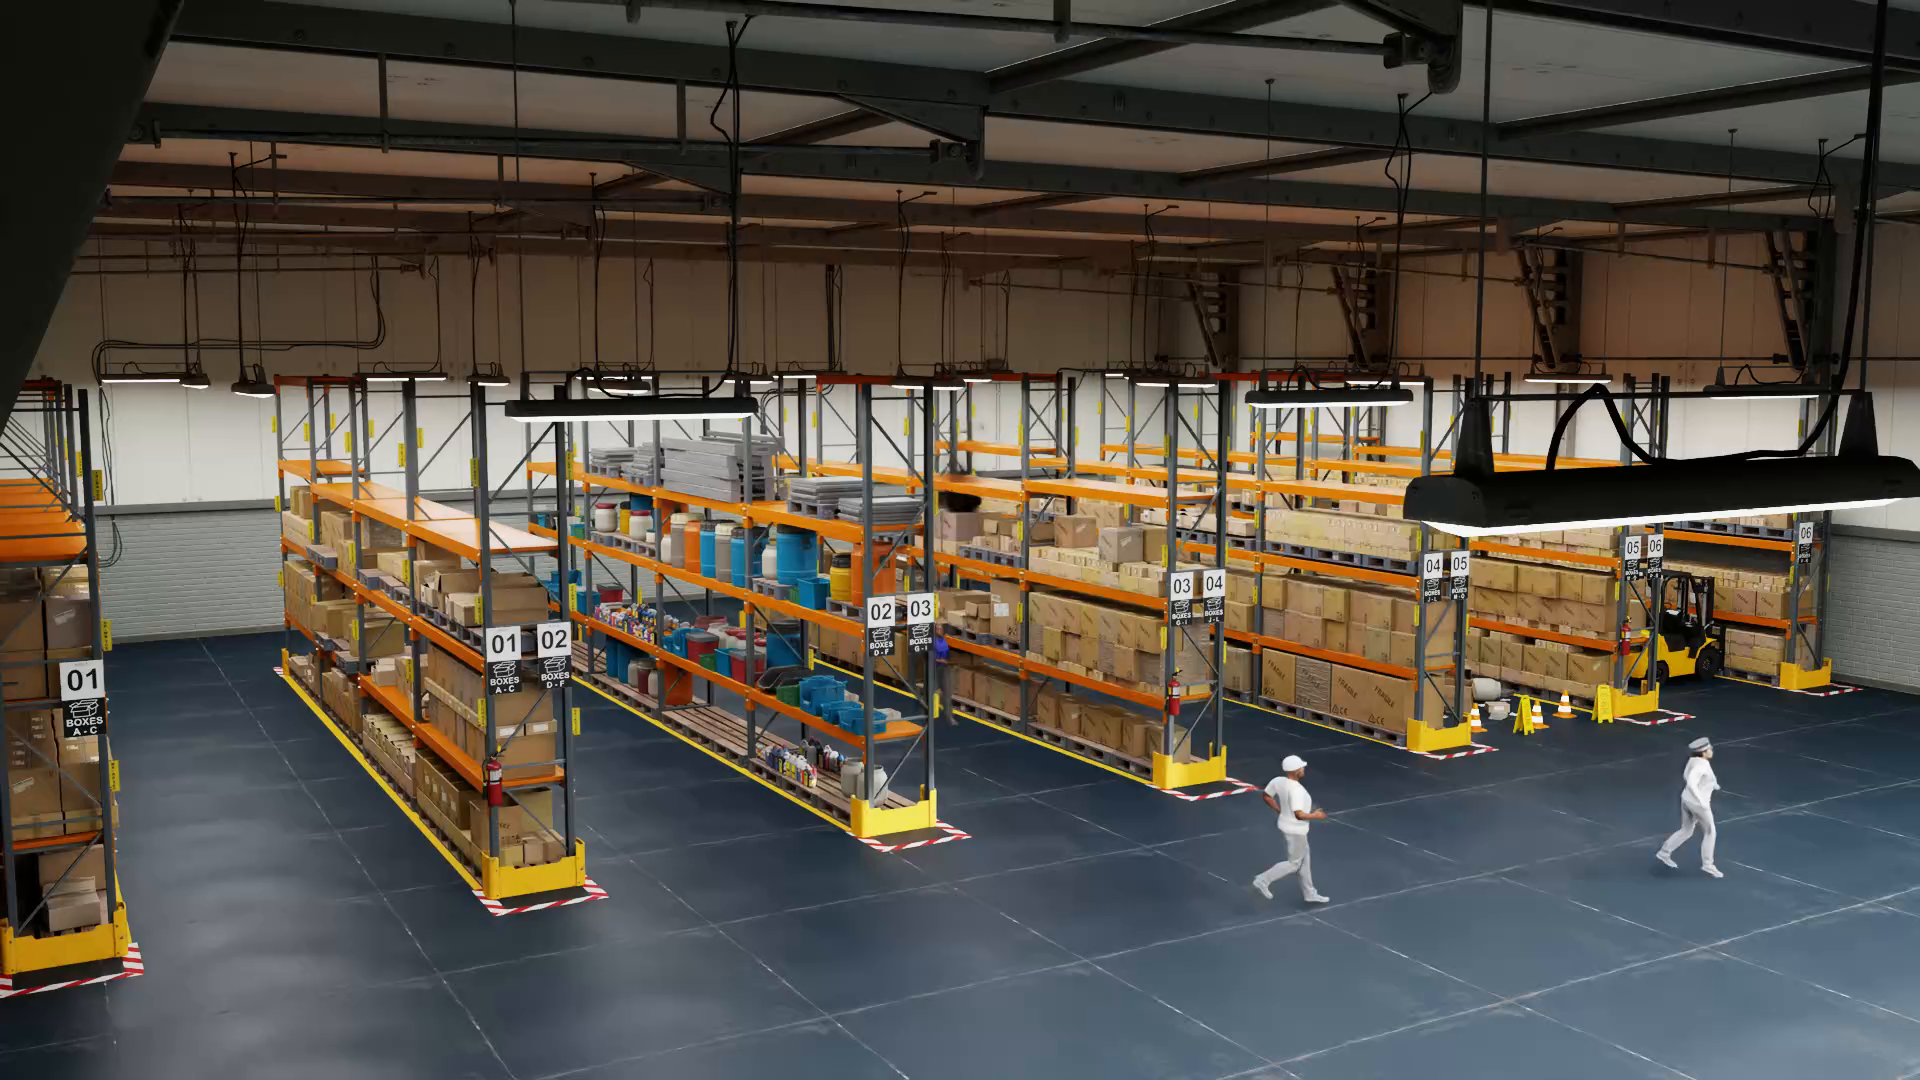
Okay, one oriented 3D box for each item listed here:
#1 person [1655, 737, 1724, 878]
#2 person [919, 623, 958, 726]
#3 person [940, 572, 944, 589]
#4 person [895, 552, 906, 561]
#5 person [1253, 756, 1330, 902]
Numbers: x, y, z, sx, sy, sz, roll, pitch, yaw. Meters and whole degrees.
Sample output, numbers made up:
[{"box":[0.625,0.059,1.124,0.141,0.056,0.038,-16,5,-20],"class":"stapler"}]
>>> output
[{"box":[8.967,3.260,20.386,0.795,1.735,0.609,0,6,3],"class":"person"},{"box":[-0.351,2.208,27.476,0.581,1.683,0.850,-6,8,-42],"class":"person"},{"box":[-0.567,0.879,41.909,1.017,1.627,0.588,-4,8,-34],"class":"person"},{"box":[-1.663,1.001,41.083,0.753,1.708,0.561,5,8,37],"class":"person"},{"box":[3.832,3.352,19.173,0.957,1.762,0.700,-1,6,-8],"class":"person"}]
